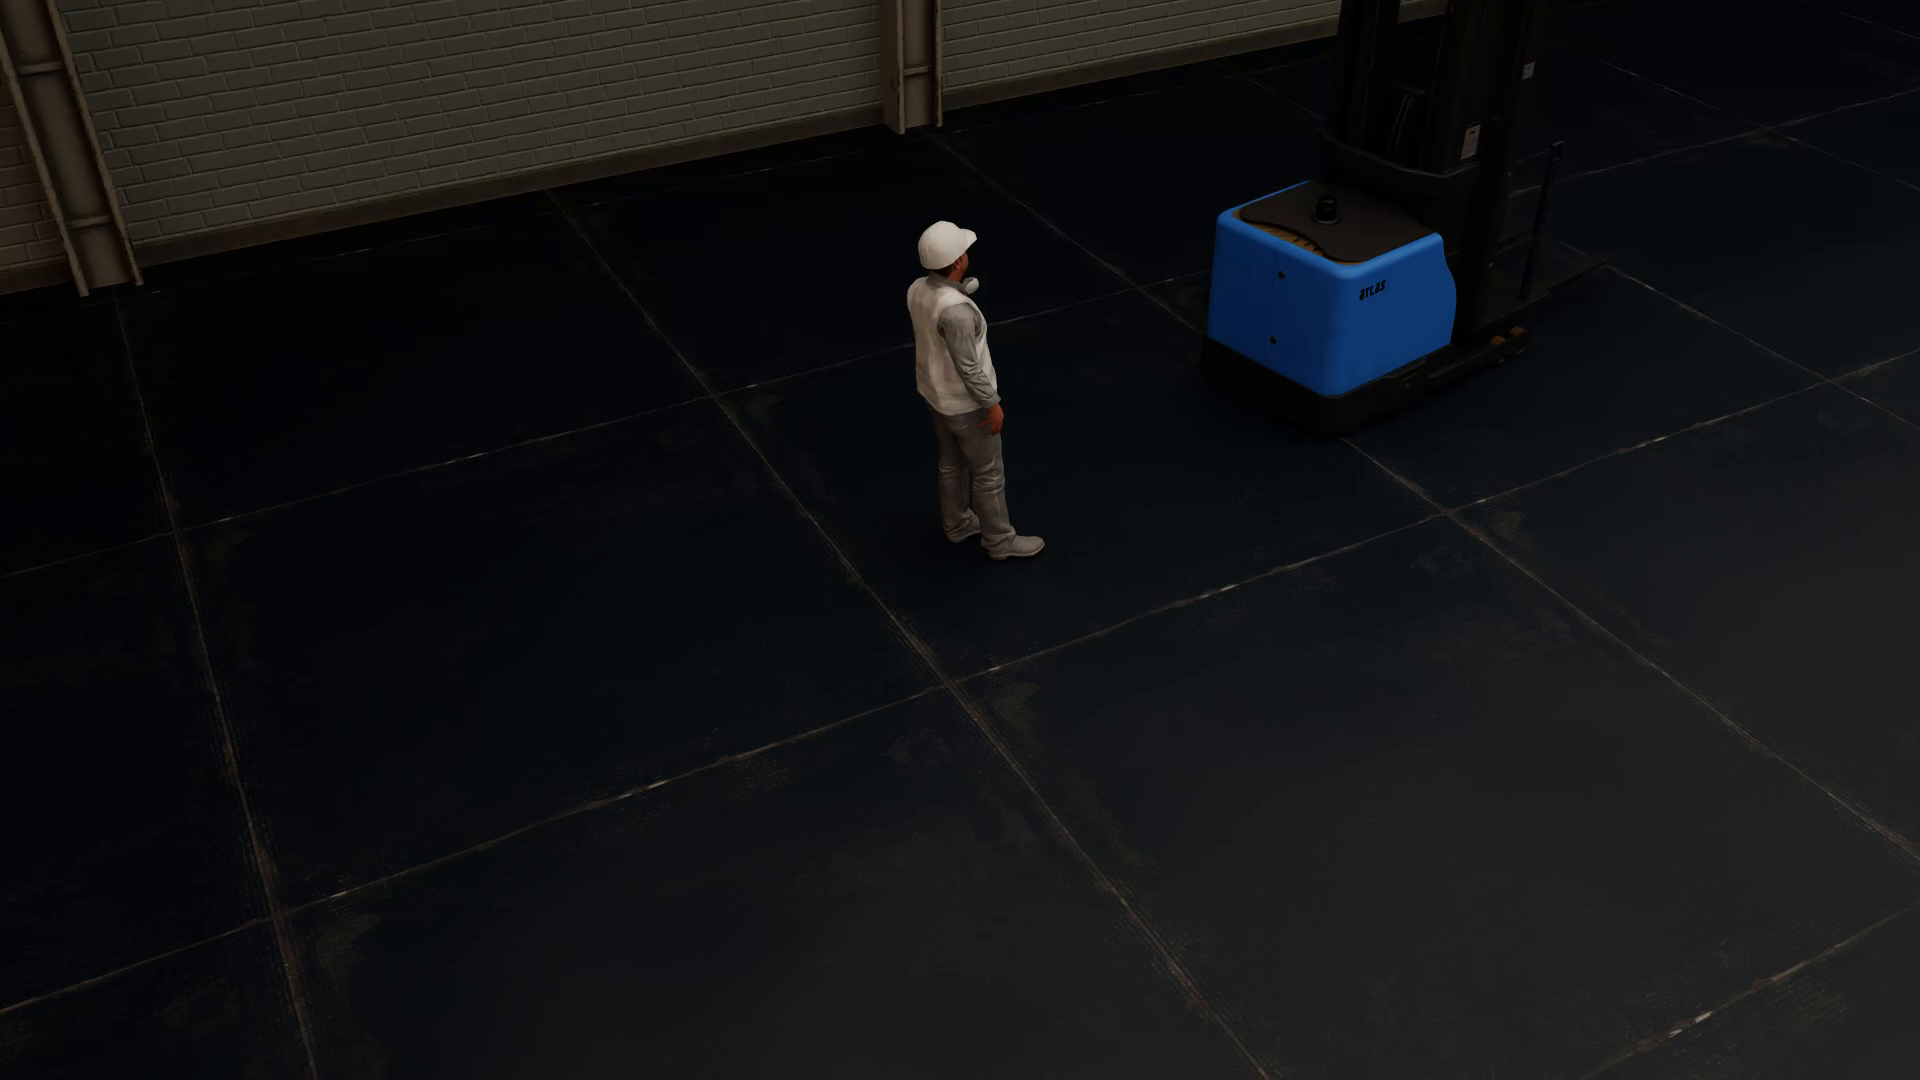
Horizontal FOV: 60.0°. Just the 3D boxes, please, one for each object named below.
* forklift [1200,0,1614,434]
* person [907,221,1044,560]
[{"bbox_3d":[2.908,-2.491,9.647,3.031,2.935,1.130,-25,42,-31],"label":"forklift"},{"bbox_3d":[0.059,-0.744,8.165,0.566,1.775,0.634,-17,39,-23],"label":"person"}]
